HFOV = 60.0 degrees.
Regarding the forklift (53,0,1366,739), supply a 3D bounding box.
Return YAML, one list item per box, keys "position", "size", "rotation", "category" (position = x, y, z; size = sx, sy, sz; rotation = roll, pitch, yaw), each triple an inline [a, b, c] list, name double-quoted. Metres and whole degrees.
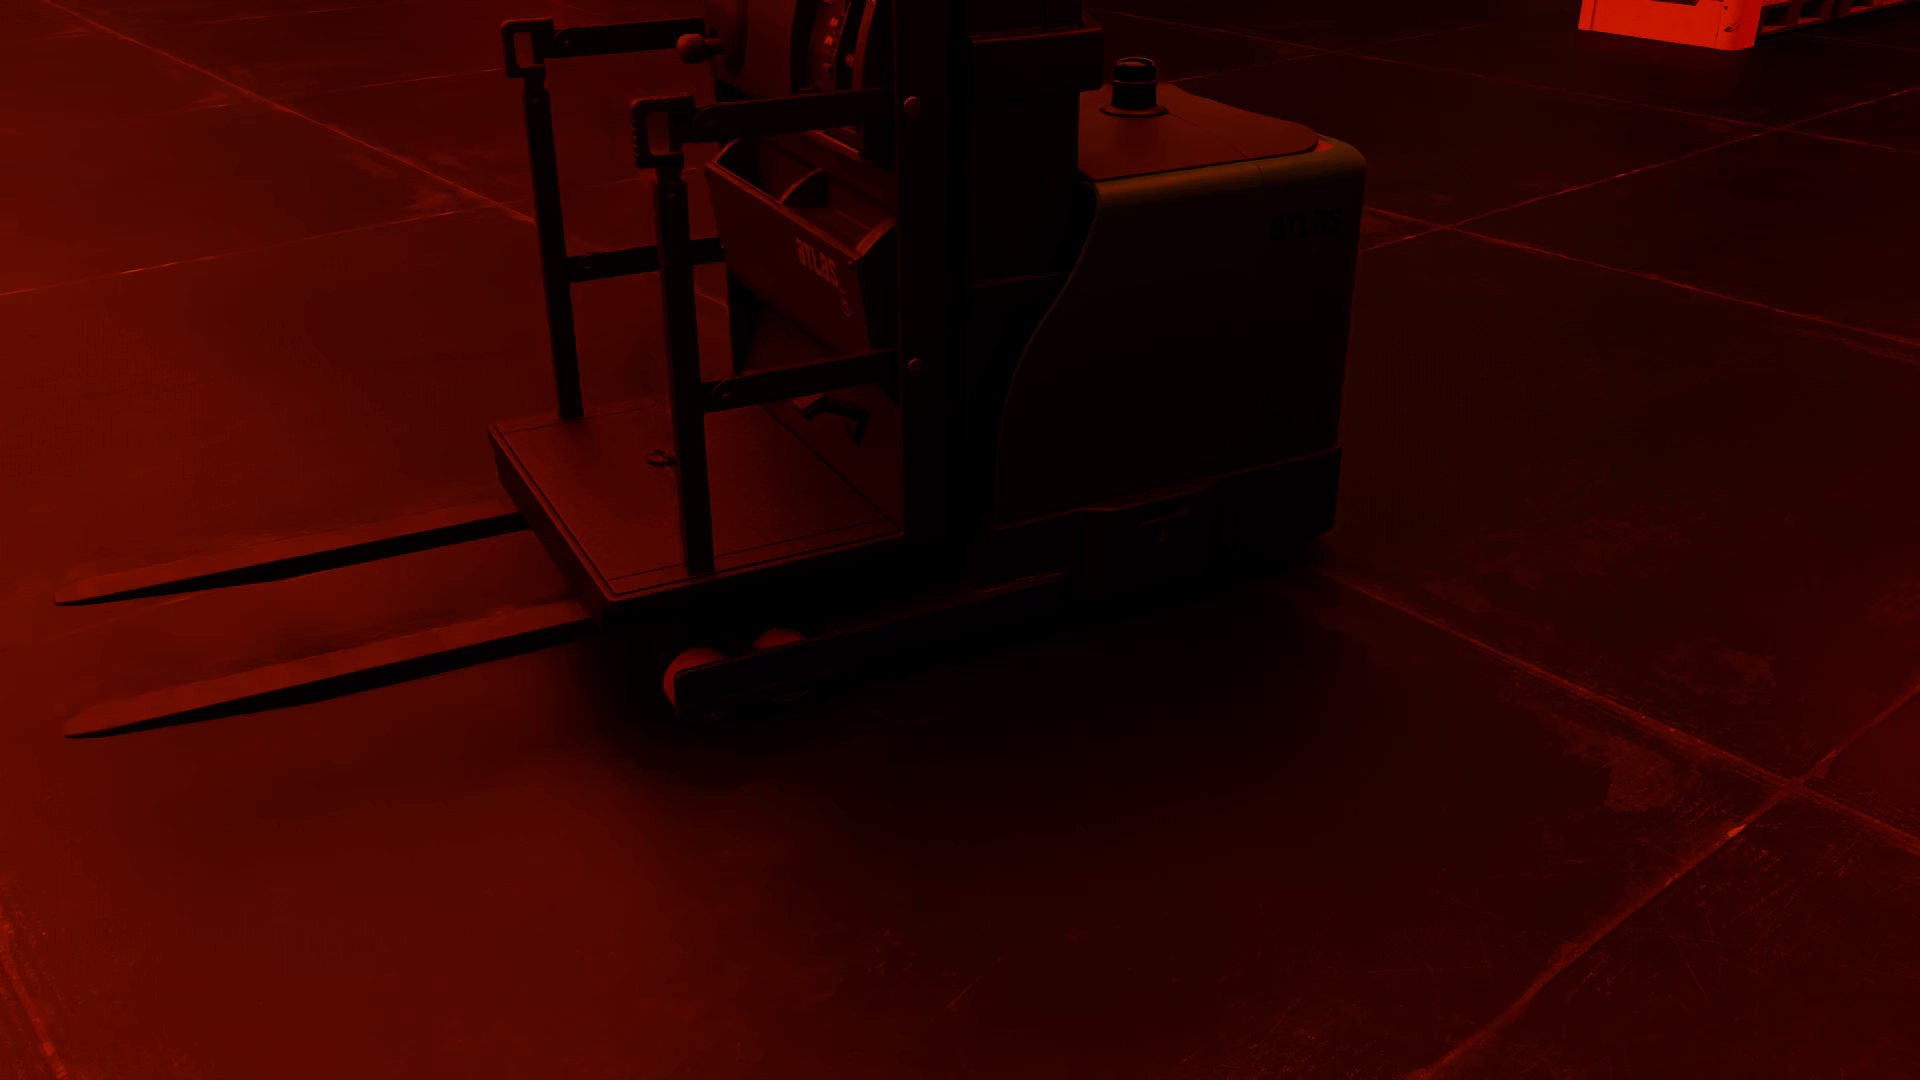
- position: [-0.553, -1.175, 3.571]
  size: [3.031, 2.935, 1.130]
  rotation: [-13, 29, -25]
  category: "forklift"
